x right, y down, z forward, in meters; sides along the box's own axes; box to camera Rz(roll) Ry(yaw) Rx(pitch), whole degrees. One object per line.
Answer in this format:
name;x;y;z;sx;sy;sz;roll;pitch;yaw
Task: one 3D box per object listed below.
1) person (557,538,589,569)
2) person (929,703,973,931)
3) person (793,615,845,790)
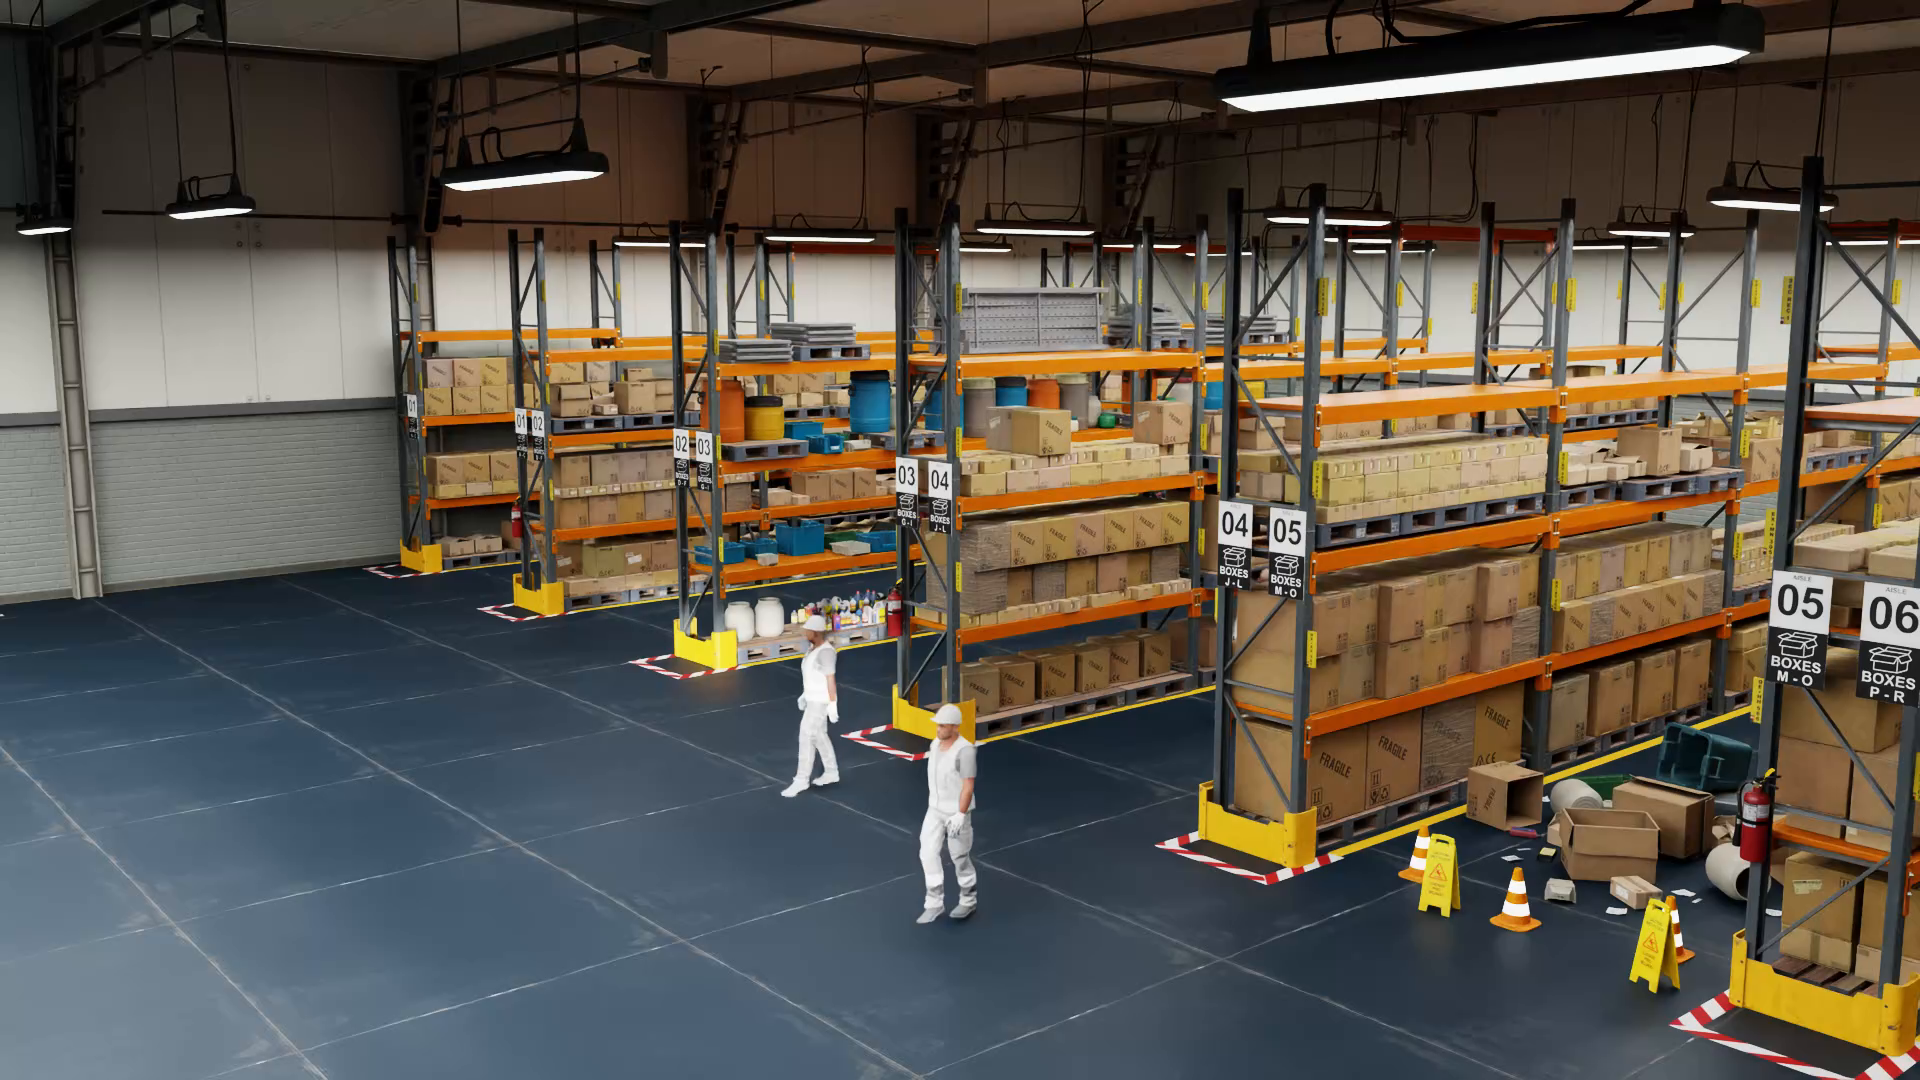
person;-6.710;-0.084;28.673;0.599;1.731;0.503;-2;9;-12
person;-0.086;2.218;13.543;0.366;1.809;0.598;2;9;12
person;-1.447;1.644;17.153;0.371;1.783;0.607;7;11;39
